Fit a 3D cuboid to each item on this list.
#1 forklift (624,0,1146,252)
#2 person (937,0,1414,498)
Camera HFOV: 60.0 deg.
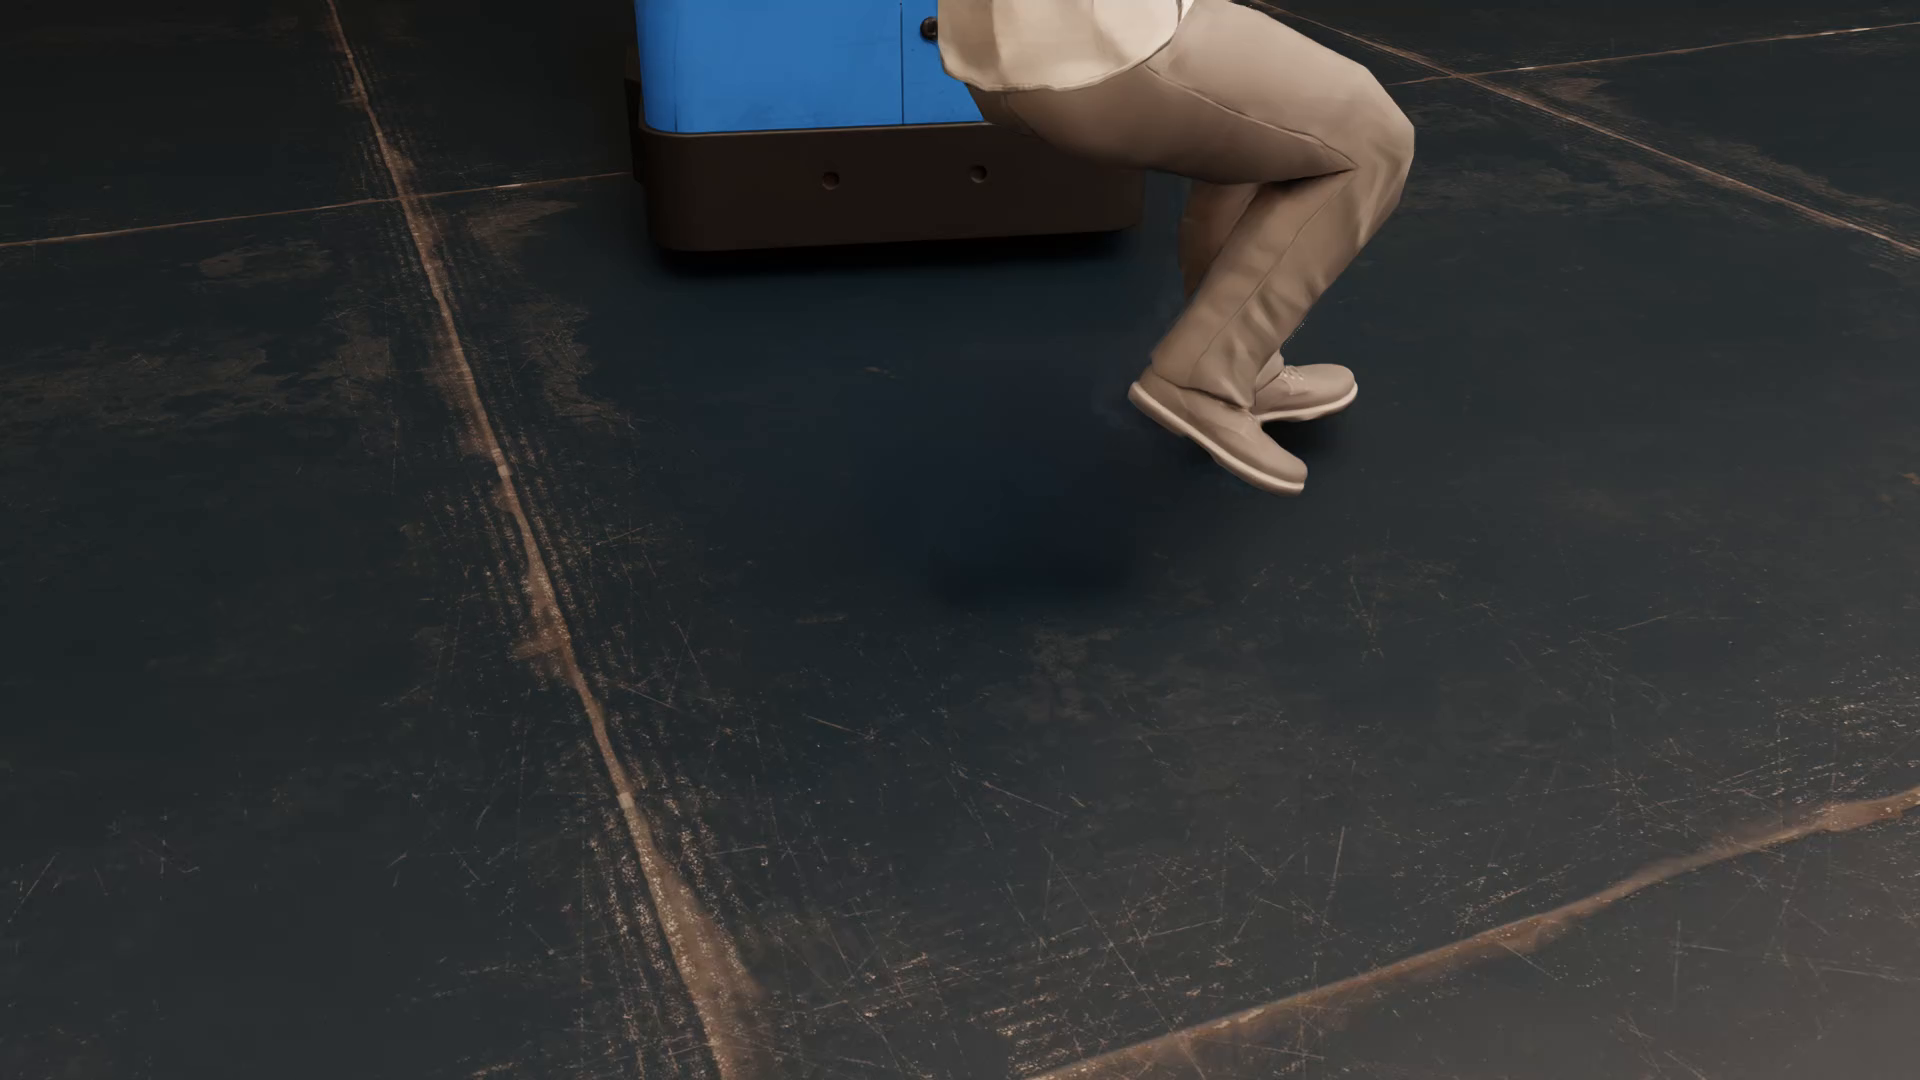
[{"bbox_3d":[-0.333,-2.568,4.047,1.130,2.935,3.031,-4,30,-7],"label":"forklift"},{"bbox_3d":[0.338,-0.758,2.238,0.783,1.486,1.073,-11,31,-18],"label":"person"}]
